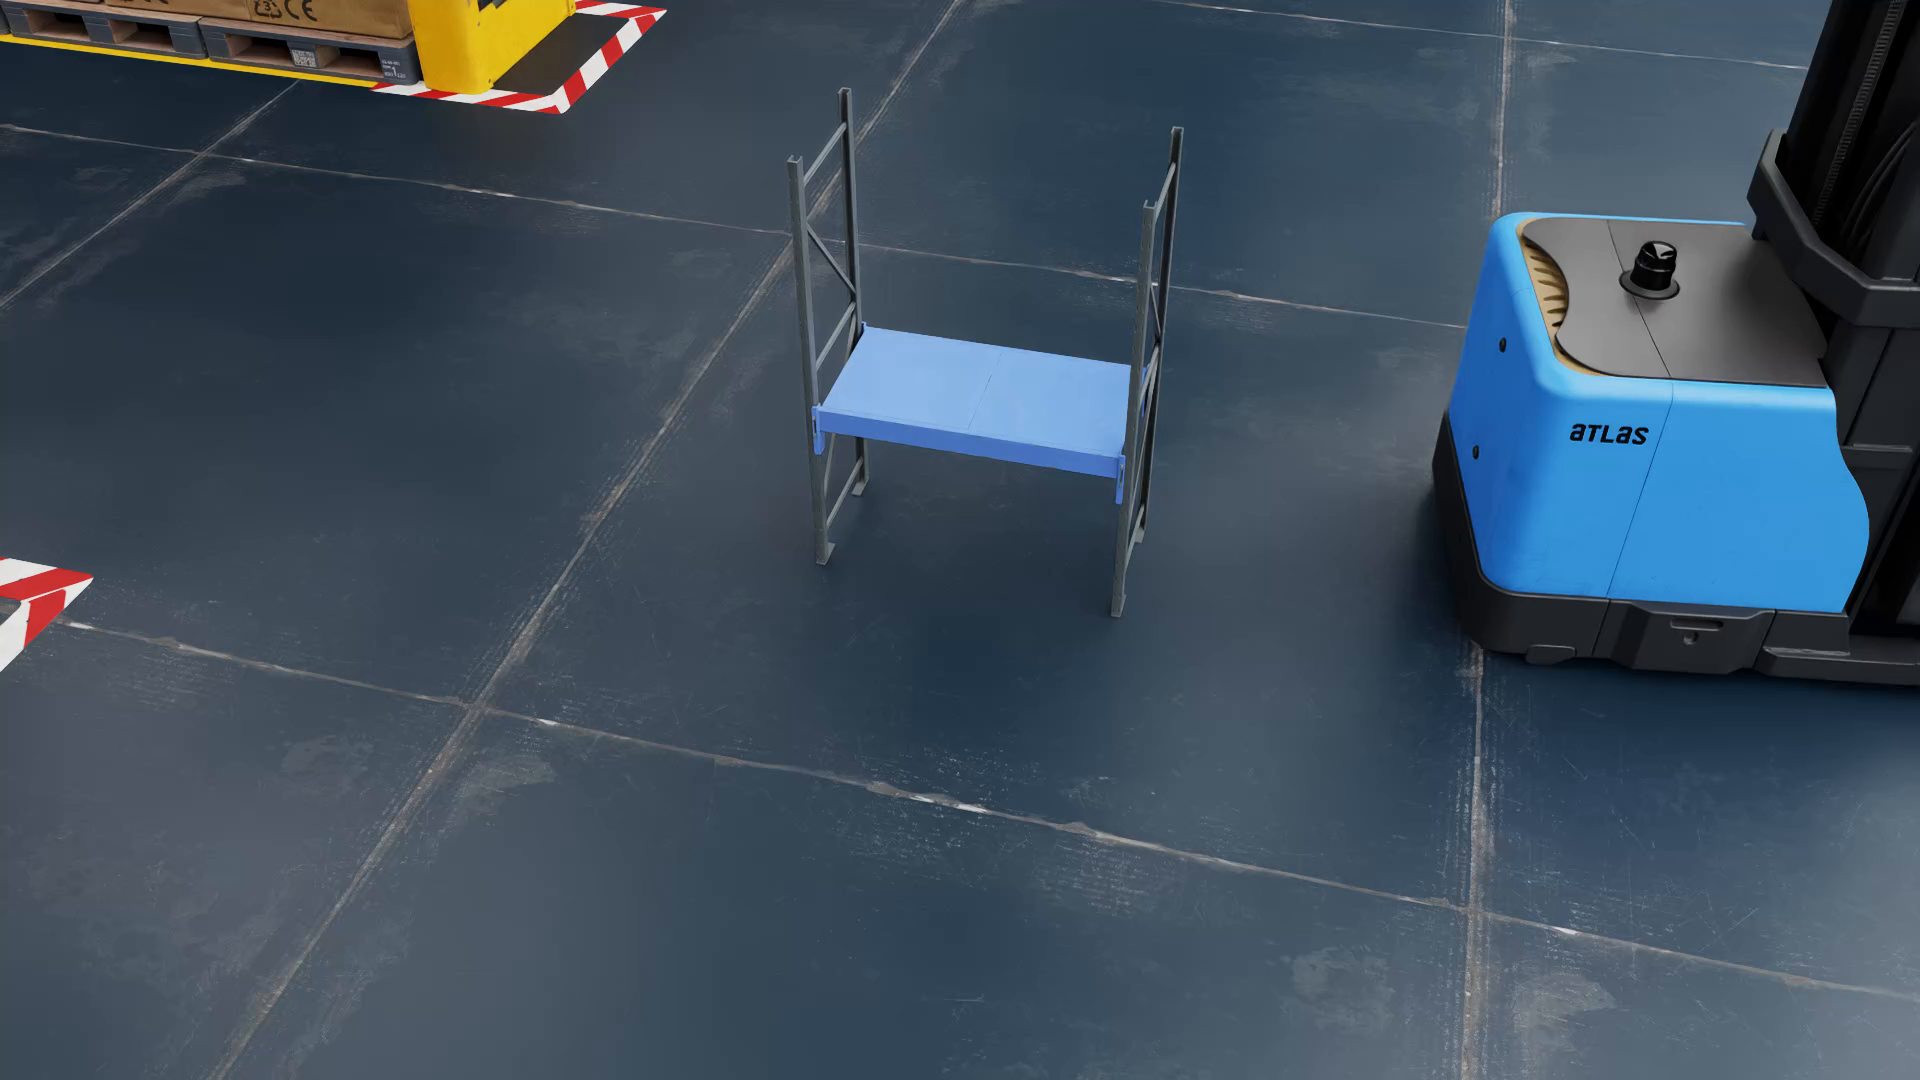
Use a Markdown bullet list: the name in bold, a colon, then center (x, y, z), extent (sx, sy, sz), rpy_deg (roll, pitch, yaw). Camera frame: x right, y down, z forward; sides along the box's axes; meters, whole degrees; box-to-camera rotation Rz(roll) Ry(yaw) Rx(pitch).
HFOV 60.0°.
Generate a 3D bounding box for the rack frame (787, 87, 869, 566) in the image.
- **rack frame**: center (-0.409, -0.645, 5.351), extent (0.032, 1.500, 0.500), rpy_deg (10, 41, 11)

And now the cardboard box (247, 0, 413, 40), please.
- **cardboard box**: center (-3.135, -3.213, 8.569), extent (0.875, 0.875, 0.875), rpy_deg (10, 41, 12)

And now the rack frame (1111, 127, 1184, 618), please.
- **rack frame**: center (0.573, -0.476, 5.150), extent (0.032, 1.500, 0.500), rpy_deg (10, 41, 11)

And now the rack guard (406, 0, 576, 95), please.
- **rack guard**: center (-2.440, -2.833, 8.734), extent (0.348, 0.500, 1.175), rpy_deg (10, 41, 11)

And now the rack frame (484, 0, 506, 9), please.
- **rack frame**: center (-2.463, -3.794, 7.935), extent (0.127, 3.000, 1.000), rpy_deg (10, 41, 11)

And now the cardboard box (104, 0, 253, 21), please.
- **cardboard box**: center (-3.986, -3.358, 8.741), extent (0.875, 0.875, 0.875), rpy_deg (9, 41, 11)

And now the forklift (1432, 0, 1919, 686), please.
- **forklift**: center (3.154, -0.962, 4.617), extent (3.031, 2.935, 1.130), rpy_deg (4, 40, 4)

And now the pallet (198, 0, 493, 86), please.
- **pallet**: center (-3.256, -2.810, 8.932), extent (1.213, 0.211, 1.003), rpy_deg (10, 41, 11)

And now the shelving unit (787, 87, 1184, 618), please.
- **shelving unit**: center (0.082, -0.560, 5.251), extent (1.048, 1.500, 0.538), rpy_deg (10, 41, 11)

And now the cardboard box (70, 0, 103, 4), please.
- **cardboard box**: center (-4.866, -3.511, 8.923), extent (0.875, 0.875, 0.875), rpy_deg (10, 41, 12)

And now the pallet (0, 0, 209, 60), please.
- **pallet**: center (-4.431, -3.015, 9.175), extent (1.213, 0.211, 1.003), rpy_deg (10, 41, 11)

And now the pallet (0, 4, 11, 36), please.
- **pallet**: center (-5.613, -3.216, 9.415), extent (1.213, 0.211, 1.003), rpy_deg (10, 41, 11)

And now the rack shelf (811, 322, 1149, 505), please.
- **rack shelf**: center (0.082, -0.422, 5.366), extent (1.000, 0.185, 0.538), rpy_deg (10, 41, 11)
